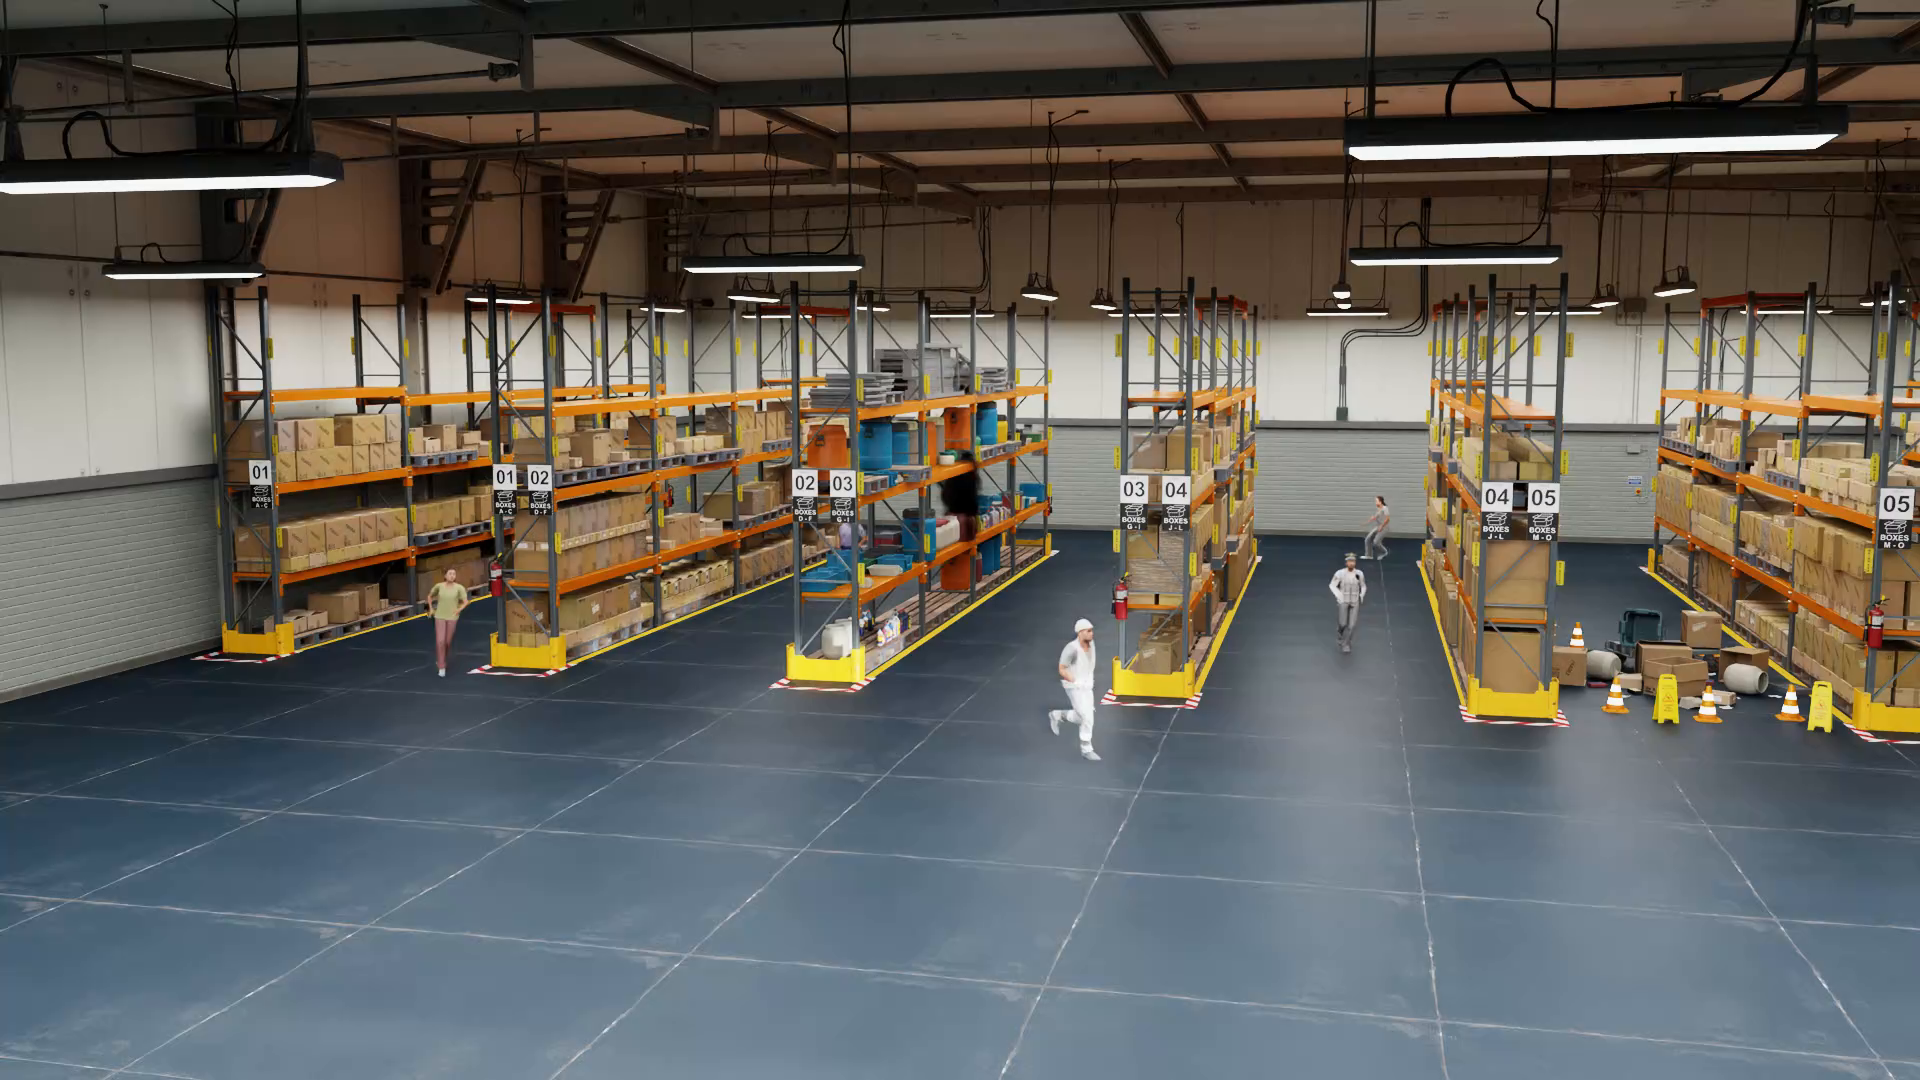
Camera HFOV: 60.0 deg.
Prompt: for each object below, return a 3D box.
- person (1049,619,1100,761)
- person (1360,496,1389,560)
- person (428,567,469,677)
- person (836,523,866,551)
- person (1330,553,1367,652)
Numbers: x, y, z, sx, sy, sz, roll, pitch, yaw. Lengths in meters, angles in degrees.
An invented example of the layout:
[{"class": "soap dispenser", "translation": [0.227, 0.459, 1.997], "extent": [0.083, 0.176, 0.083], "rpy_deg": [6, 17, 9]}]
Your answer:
[{"class": "person", "translation": [1.397, 1.818, 20.447], "extent": [0.760, 1.749, 0.685], "rpy_deg": [5, 8, 38]}, {"class": "person", "translation": [9.894, -0.282, 39.370], "extent": [0.520, 1.539, 0.769], "rpy_deg": [-2, 7, -18]}, {"class": "person", "translation": [-7.935, 1.236, 25.821], "extent": [0.603, 1.669, 0.785], "rpy_deg": [-2, 7, -19]}, {"class": "person", "translation": [-2.118, 0.256, 32.017], "extent": [0.615, 1.602, 0.500], "rpy_deg": [2, 7, 13]}, {"class": "person", "translation": [6.434, 1.028, 27.508], "extent": [0.595, 1.646, 0.539], "rpy_deg": [0, 7, 3]}]
